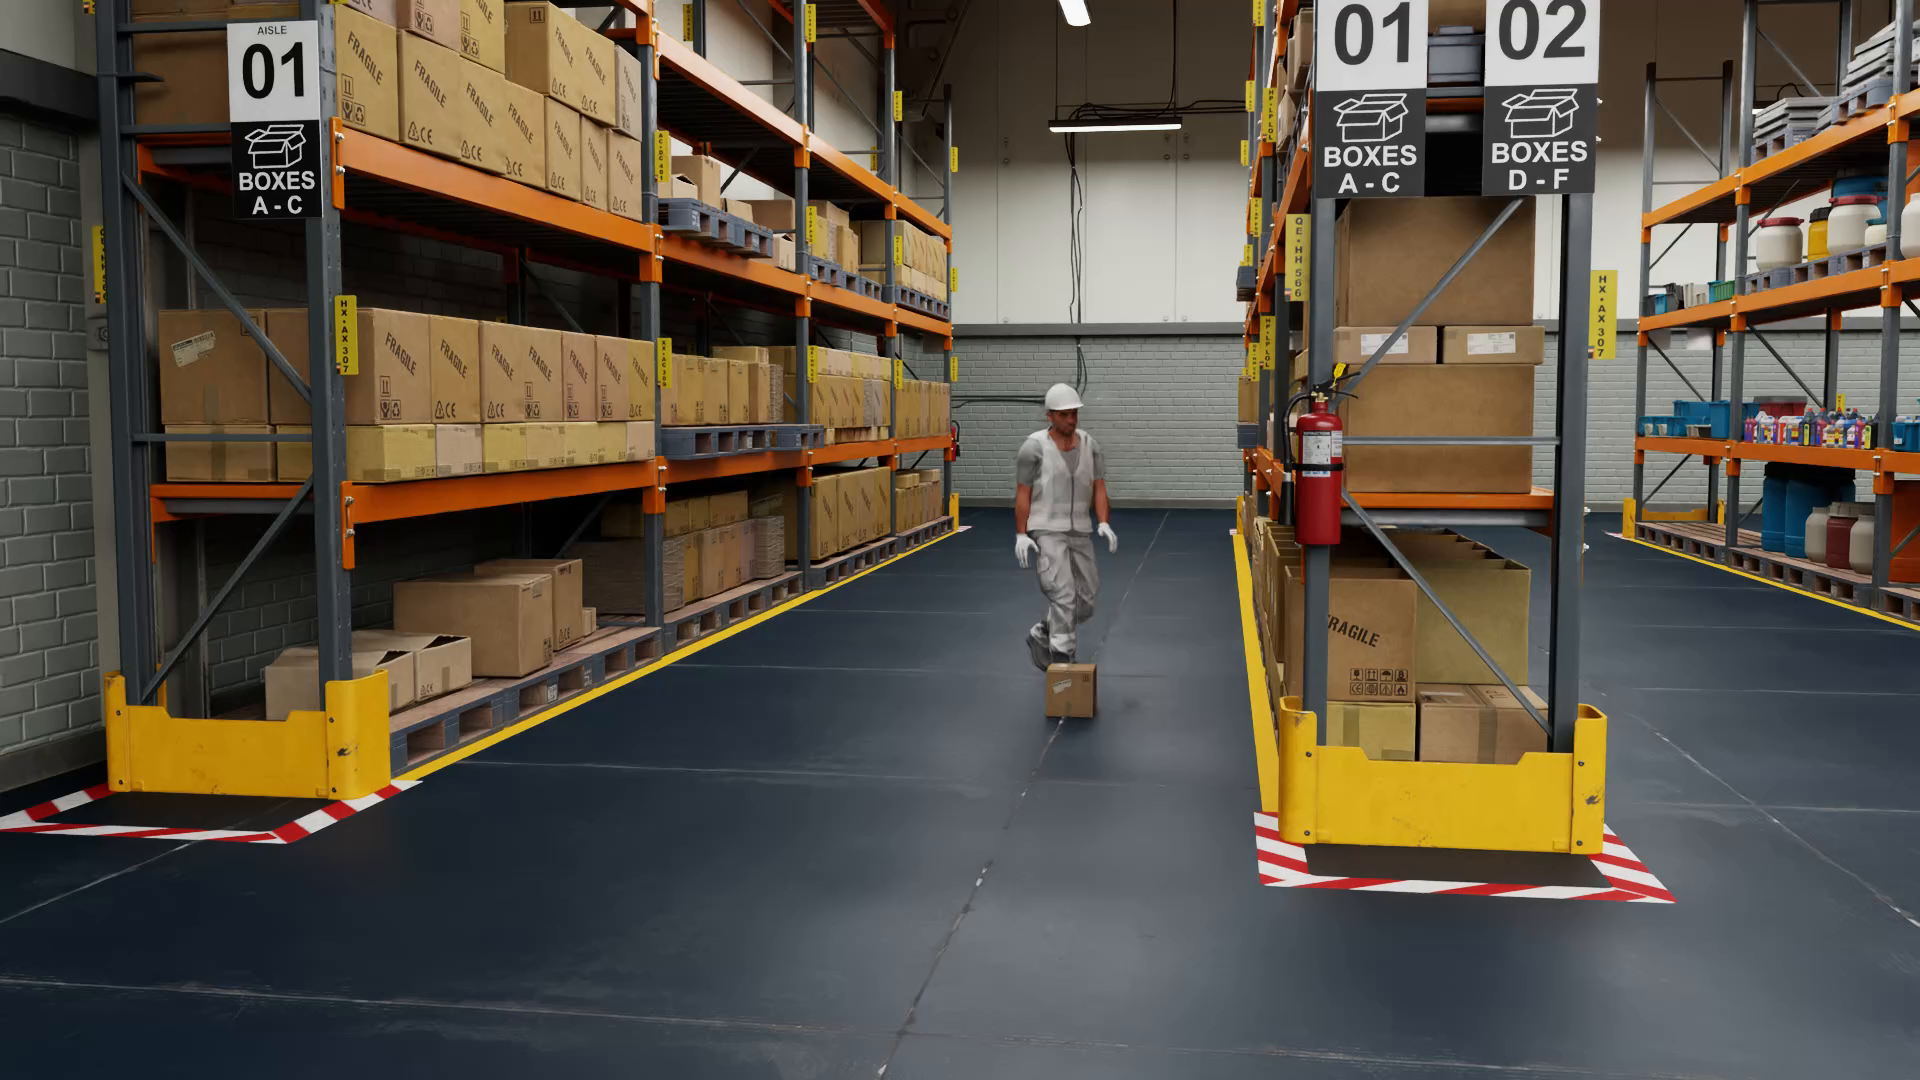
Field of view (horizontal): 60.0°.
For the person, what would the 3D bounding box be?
[{"bbox_3d":[0.558,-0.013,9.545,0.552,1.760,0.832,-3,5,-30],"label":"person"}]
